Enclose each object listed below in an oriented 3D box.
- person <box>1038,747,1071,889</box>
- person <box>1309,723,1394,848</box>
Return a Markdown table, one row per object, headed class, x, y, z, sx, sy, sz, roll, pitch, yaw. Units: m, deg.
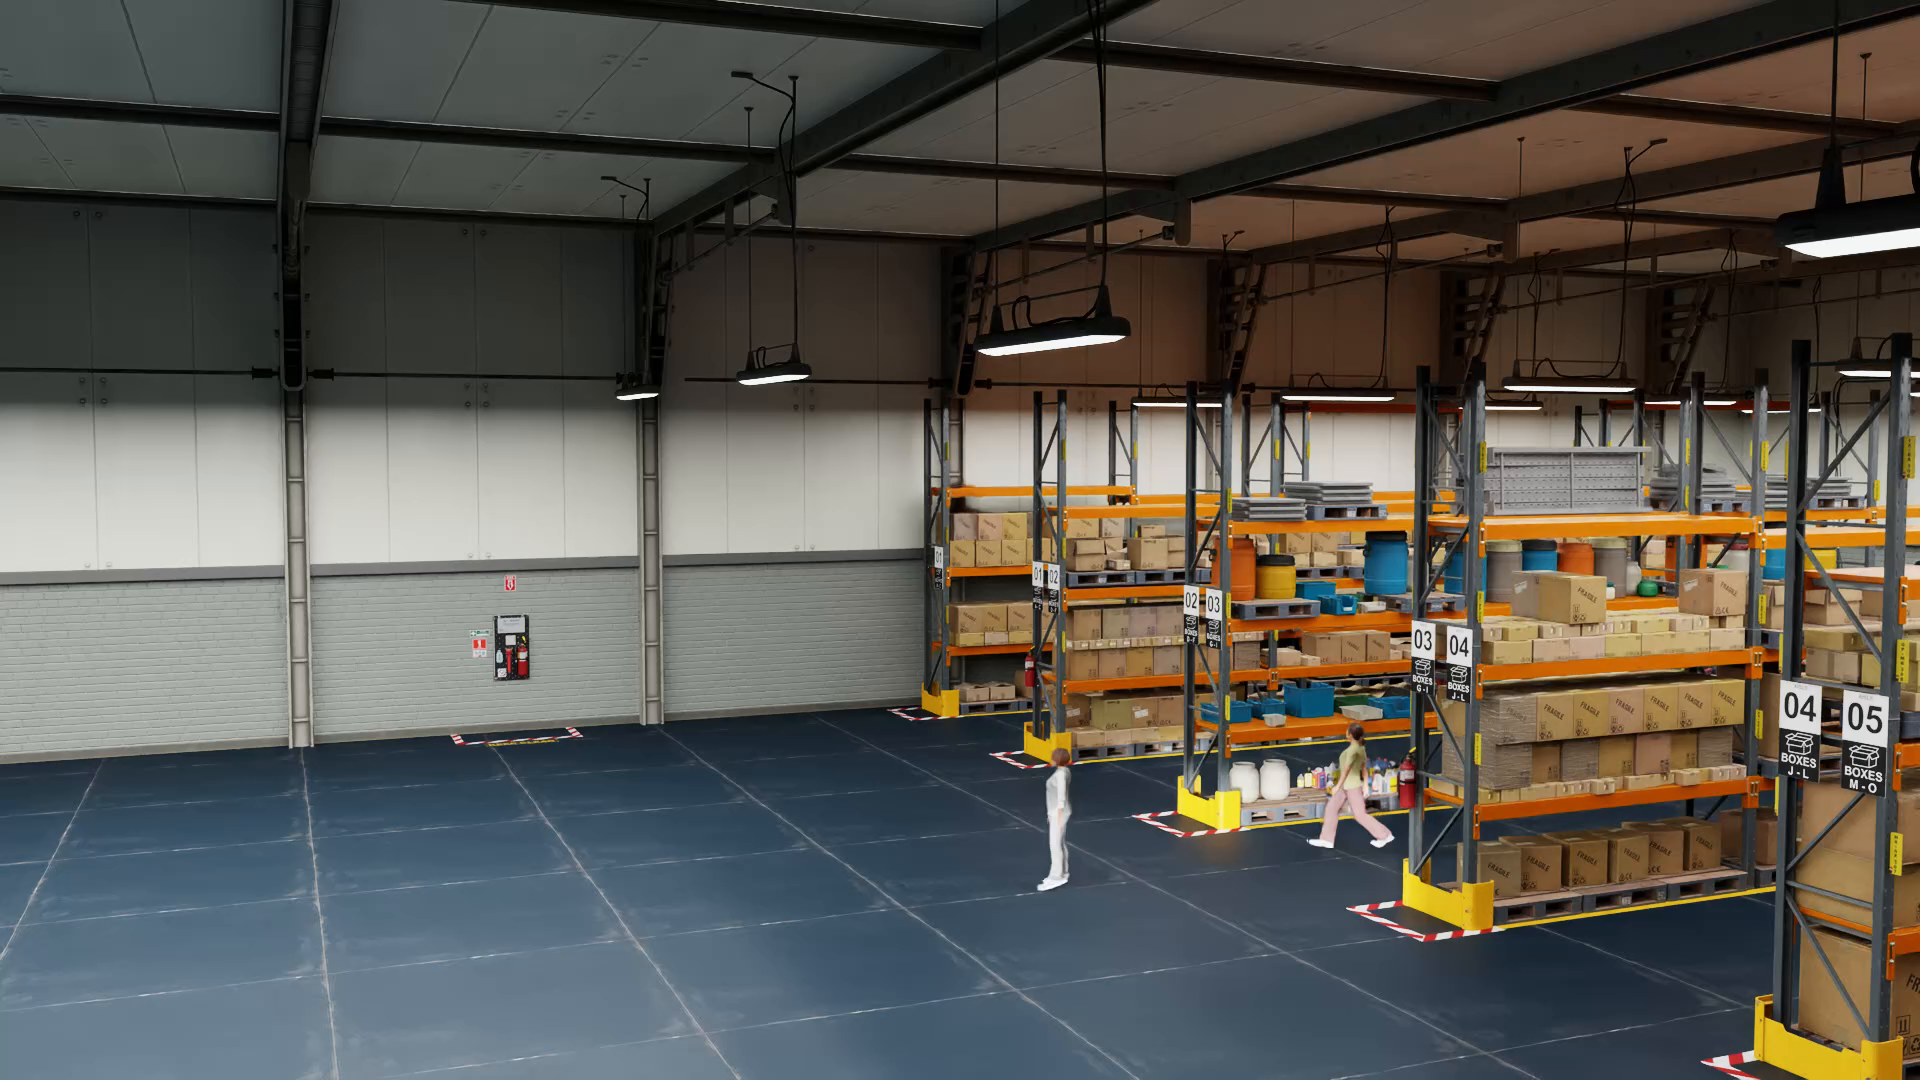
| class | x | y | z | sx | sy | sz | roll | pitch | yaw |
| --- | --- | --- | --- | --- | --- | --- | --- | --- | --- |
| person | 1.104 | 3.223 | 19.359 | 0.388 | 1.611 | 0.506 | 0 | 3 | 4 |
| person | 4.951 | 3.107 | 20.958 | 1.027 | 1.623 | 0.426 | 0 | 3 | 1 |
